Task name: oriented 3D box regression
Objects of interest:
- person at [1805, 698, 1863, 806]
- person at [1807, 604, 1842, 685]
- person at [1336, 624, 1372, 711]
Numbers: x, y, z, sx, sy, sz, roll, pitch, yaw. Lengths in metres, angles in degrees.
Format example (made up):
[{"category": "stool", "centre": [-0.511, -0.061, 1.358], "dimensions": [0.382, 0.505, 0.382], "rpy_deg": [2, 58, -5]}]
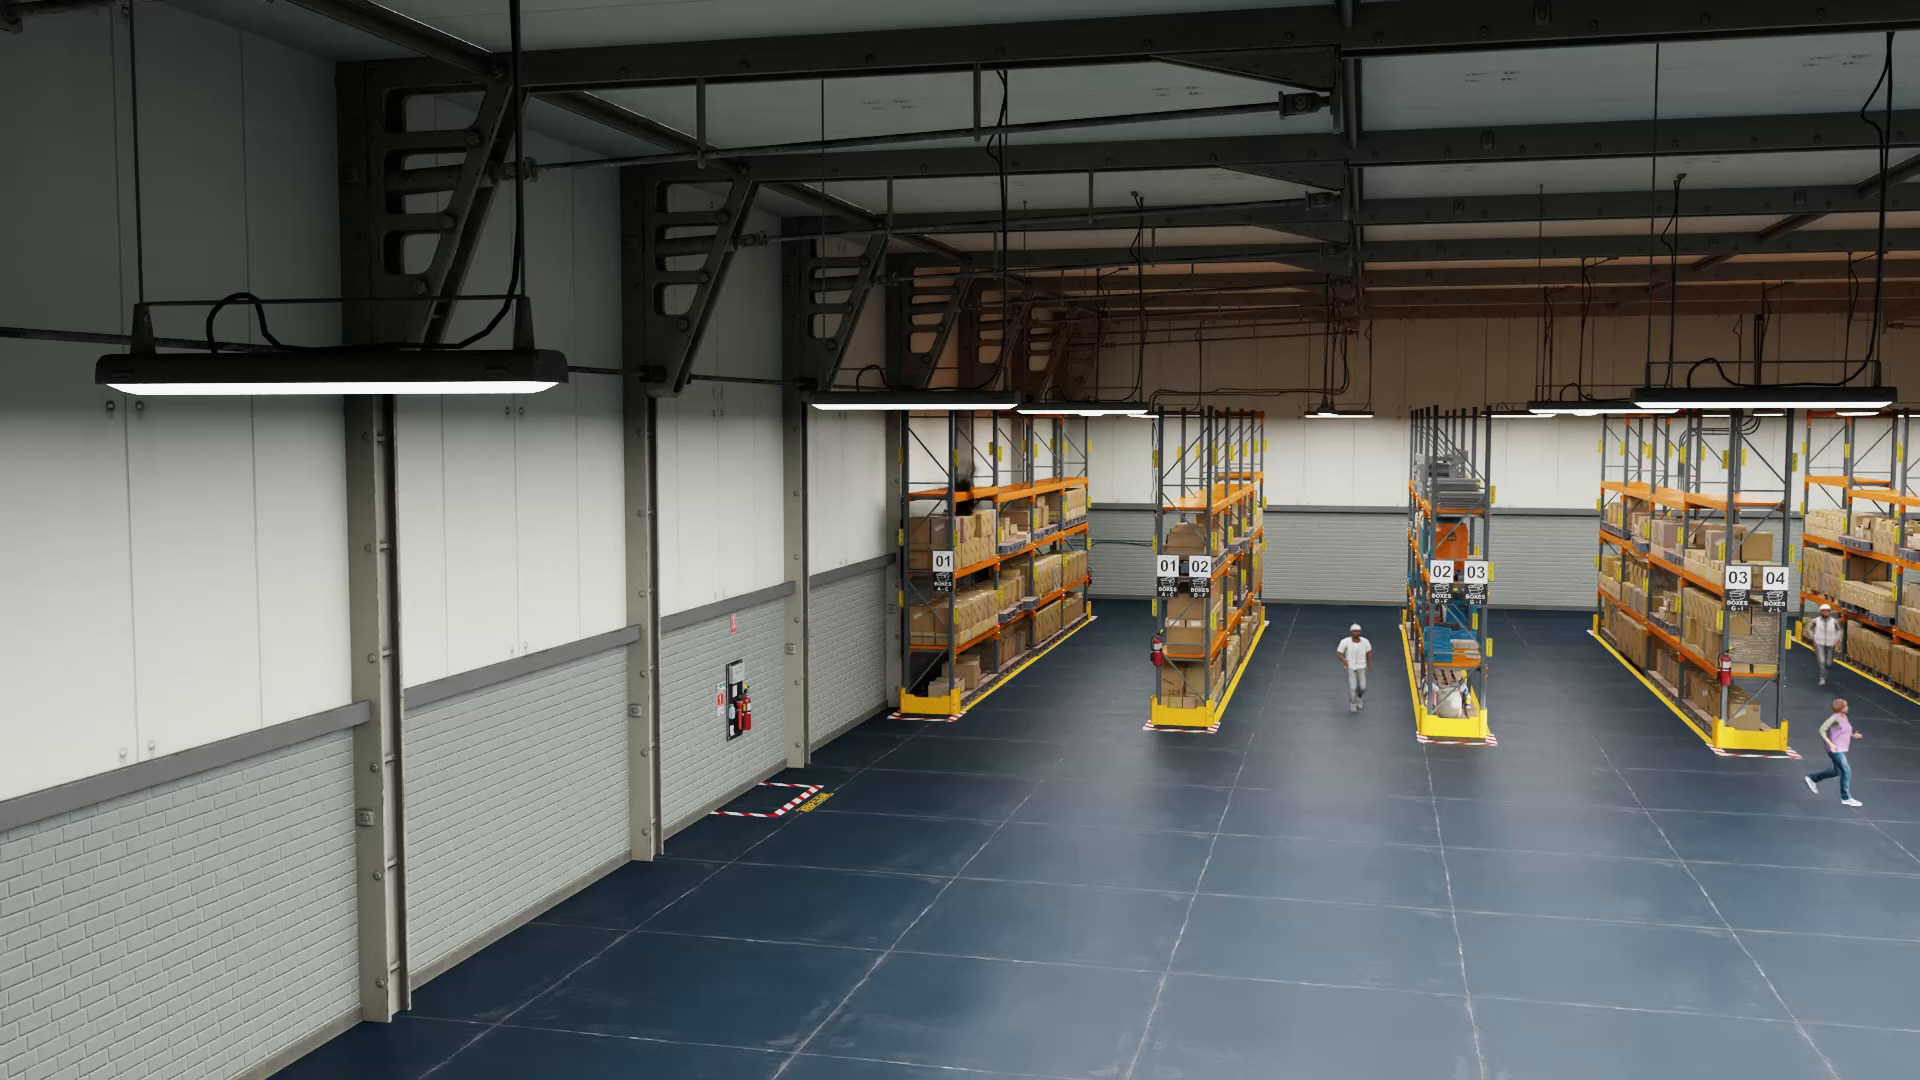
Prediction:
[{"category": "person", "centre": [13.049, 3.140, 24.826], "dimensions": [0.538, 1.576, 0.804], "rpy_deg": [-4, 6, -45]}, {"category": "person", "centre": [18.854, 2.261, 36.282], "dimensions": [0.681, 1.744, 0.713], "rpy_deg": [1, 4, 20]}, {"category": "person", "centre": [7.755, 2.512, 32.649], "dimensions": [0.712, 1.723, 0.573], "rpy_deg": [0, 4, 4]}]
